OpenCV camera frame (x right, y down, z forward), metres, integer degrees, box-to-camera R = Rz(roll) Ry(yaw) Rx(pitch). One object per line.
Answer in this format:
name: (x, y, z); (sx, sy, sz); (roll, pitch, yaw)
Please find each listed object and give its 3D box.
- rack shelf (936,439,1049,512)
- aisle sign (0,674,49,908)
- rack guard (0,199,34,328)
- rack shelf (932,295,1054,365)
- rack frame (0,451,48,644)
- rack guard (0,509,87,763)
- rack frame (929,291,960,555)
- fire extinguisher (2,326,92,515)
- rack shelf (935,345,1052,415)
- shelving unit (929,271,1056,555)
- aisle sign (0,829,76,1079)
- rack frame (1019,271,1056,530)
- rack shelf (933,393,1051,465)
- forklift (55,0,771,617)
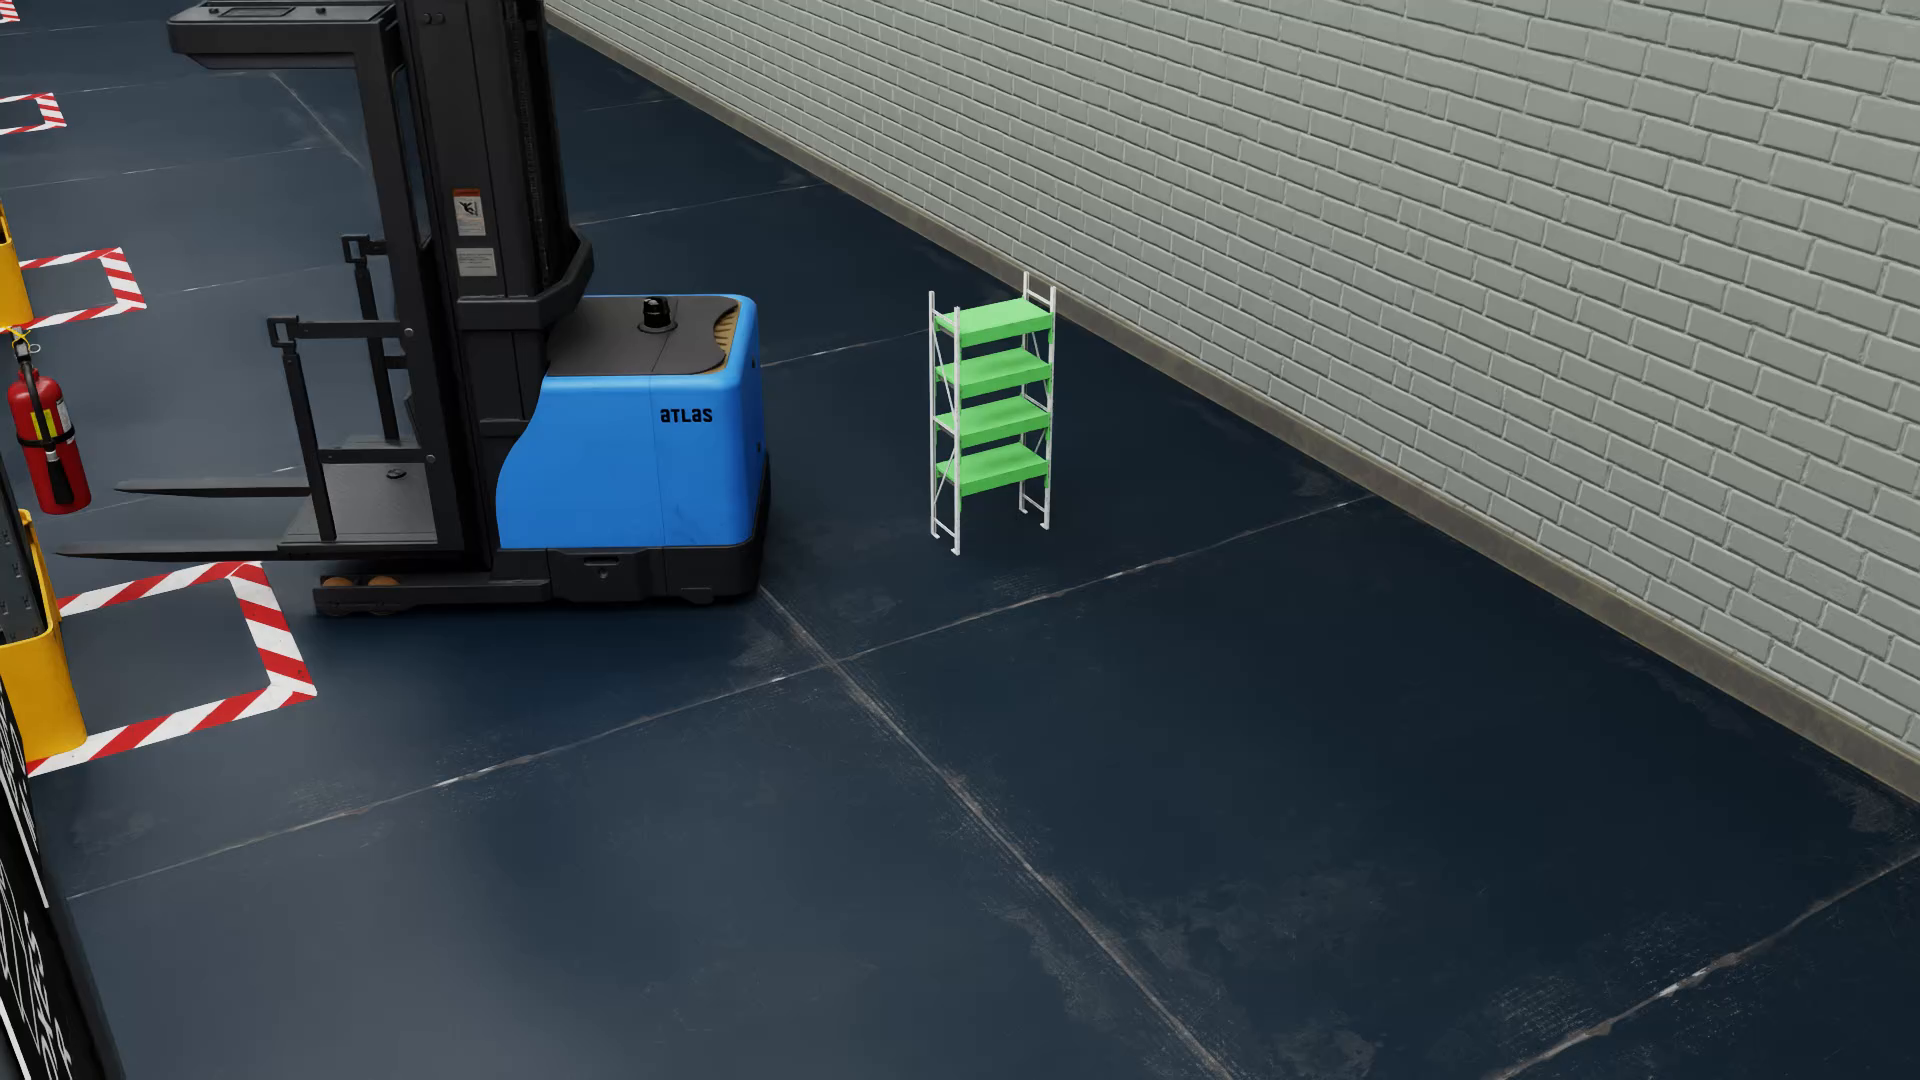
rack shelf: (0.143, -0.300, 7.680); (0.480, 0.148, 0.258); (-16, 33, -26)
aisle sign: (-1.185, 0.010, 1.936); (0.004, 0.787, 0.394); (-16, 33, -26)
rack guard: (-6.100, -1.753, 10.409); (0.348, 0.500, 1.175); (-16, 33, -26)
rack shelf: (0.143, -0.930, 7.332); (0.480, 0.148, 0.258); (-16, 33, -26)
rack frame: (-3.696, -0.750, 6.005); (0.127, 3.000, 1.000); (-16, 33, -26)
rack guard: (-3.761, 0.363, 6.575); (0.348, 0.500, 1.175); (-16, 33, -26)
rack frame: (-0.068, -0.506, 7.425); (0.015, 1.200, 0.240); (-16, 33, -26)
fire extinguisher: (-3.245, -0.423, 5.877); (0.183, 0.674, 0.296); (-16, 33, -26)
rack shelf: (0.143, -0.720, 7.448); (0.480, 0.148, 0.258); (-16, 33, -26)
shelving unit: (0.143, -0.566, 7.534); (0.503, 1.200, 0.258); (-16, 33, -26)
aisle sign: (-0.882, 0.260, 1.483); (0.004, 0.787, 0.394); (-16, 33, -26)
rack frame: (0.353, -0.626, 7.642); (0.015, 1.200, 0.240); (-16, 33, -26)
rack shelf: (0.143, -0.510, 7.564); (0.480, 0.148, 0.258); (-16, 33, -26)
forklift: (-2.410, -1.214, 6.917); (3.031, 2.935, 1.130); (-1, 29, -1)
